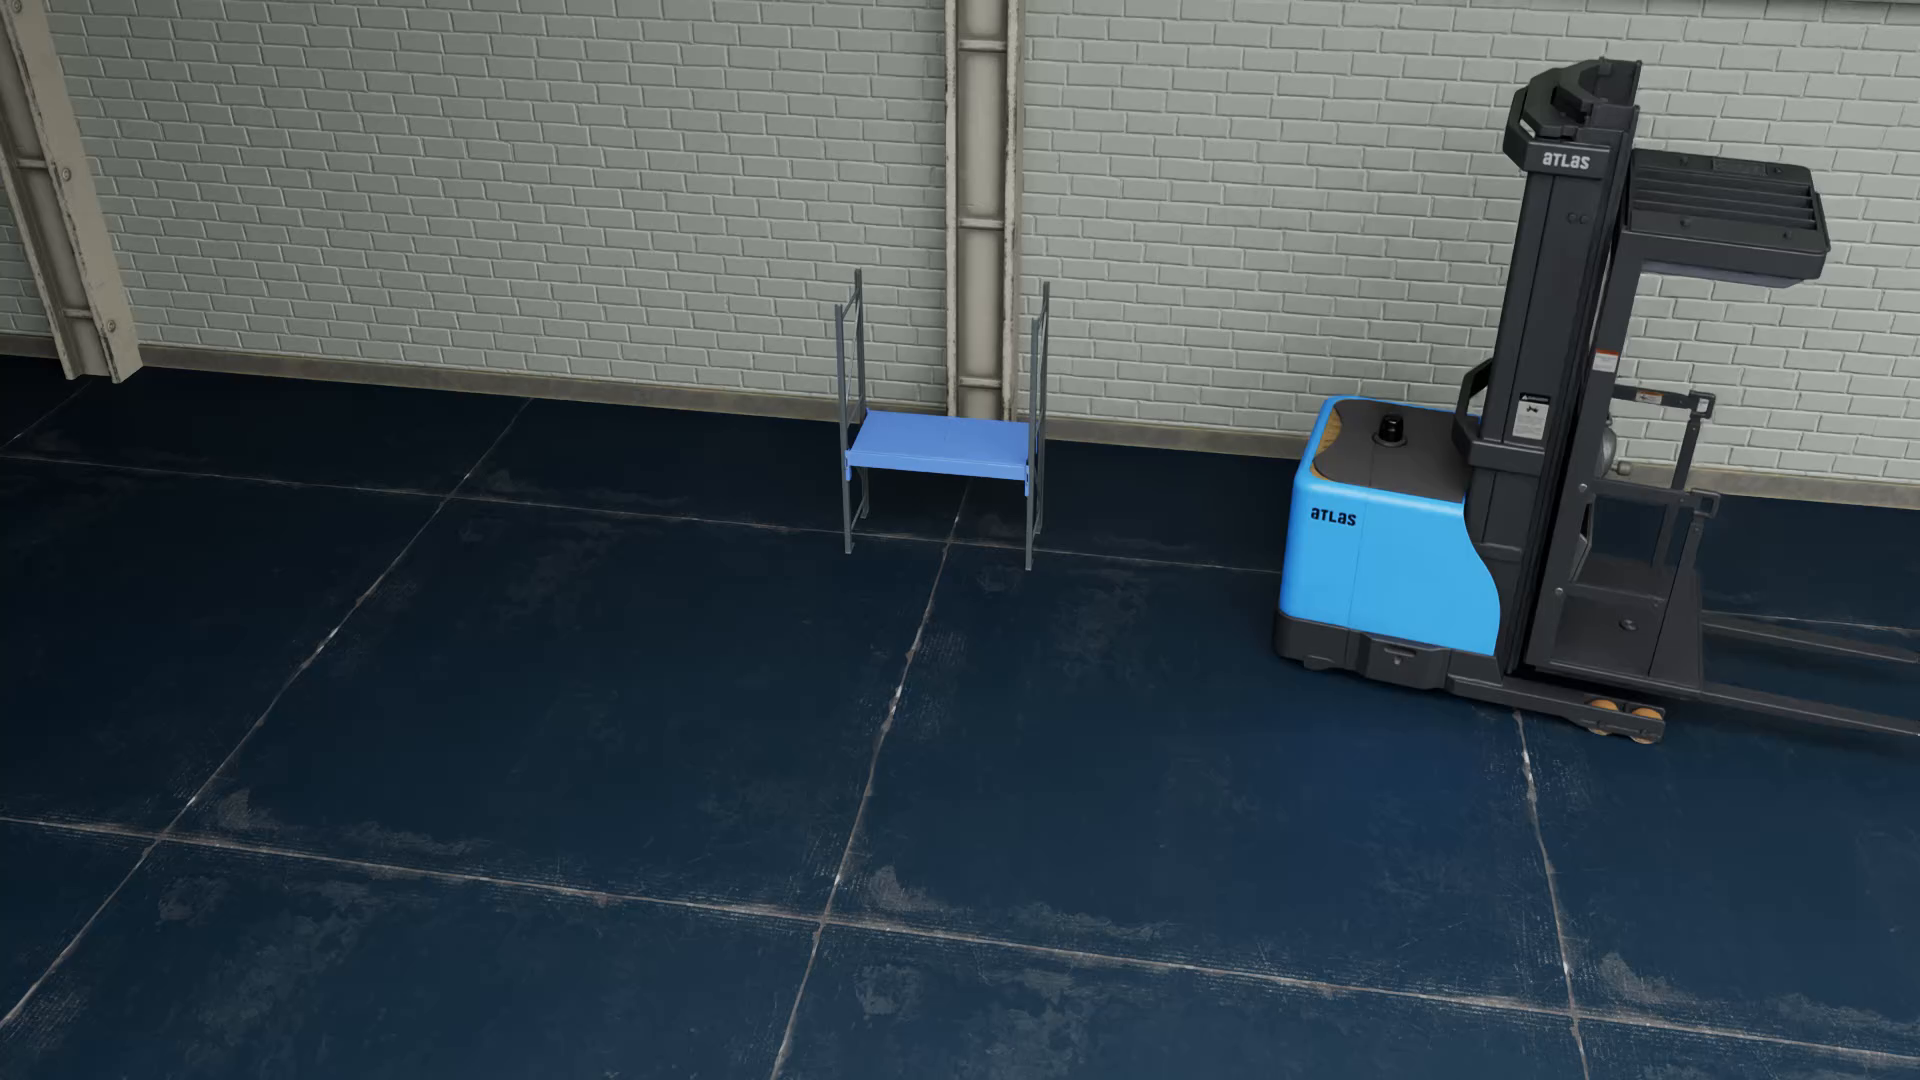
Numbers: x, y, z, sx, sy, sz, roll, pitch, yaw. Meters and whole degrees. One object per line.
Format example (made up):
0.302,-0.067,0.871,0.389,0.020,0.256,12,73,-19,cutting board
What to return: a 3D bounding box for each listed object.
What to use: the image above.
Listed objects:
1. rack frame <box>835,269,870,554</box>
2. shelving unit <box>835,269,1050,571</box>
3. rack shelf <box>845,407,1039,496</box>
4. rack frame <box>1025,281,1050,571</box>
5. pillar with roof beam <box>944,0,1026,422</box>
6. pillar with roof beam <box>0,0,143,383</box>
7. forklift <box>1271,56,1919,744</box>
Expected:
-0.585,-0.689,9.111,0.032,1.500,0.500,5,32,8,rack frame
-0.084,-0.643,9.038,1.048,1.500,0.538,5,32,8,shelving unit
-0.084,-0.491,9.134,1.000,0.185,0.538,5,32,8,rack shelf
0.417,-0.598,8.966,0.032,1.500,0.500,5,32,8,rack frame
-0.586,-2.169,4.408,0.400,9.000,9.100,5,32,8,pillar with roof beam
-6.501,-2.705,5.264,0.400,9.000,9.100,5,32,8,pillar with roof beam
3.150,-0.596,7.614,3.031,2.935,1.130,11,34,17,forklift
